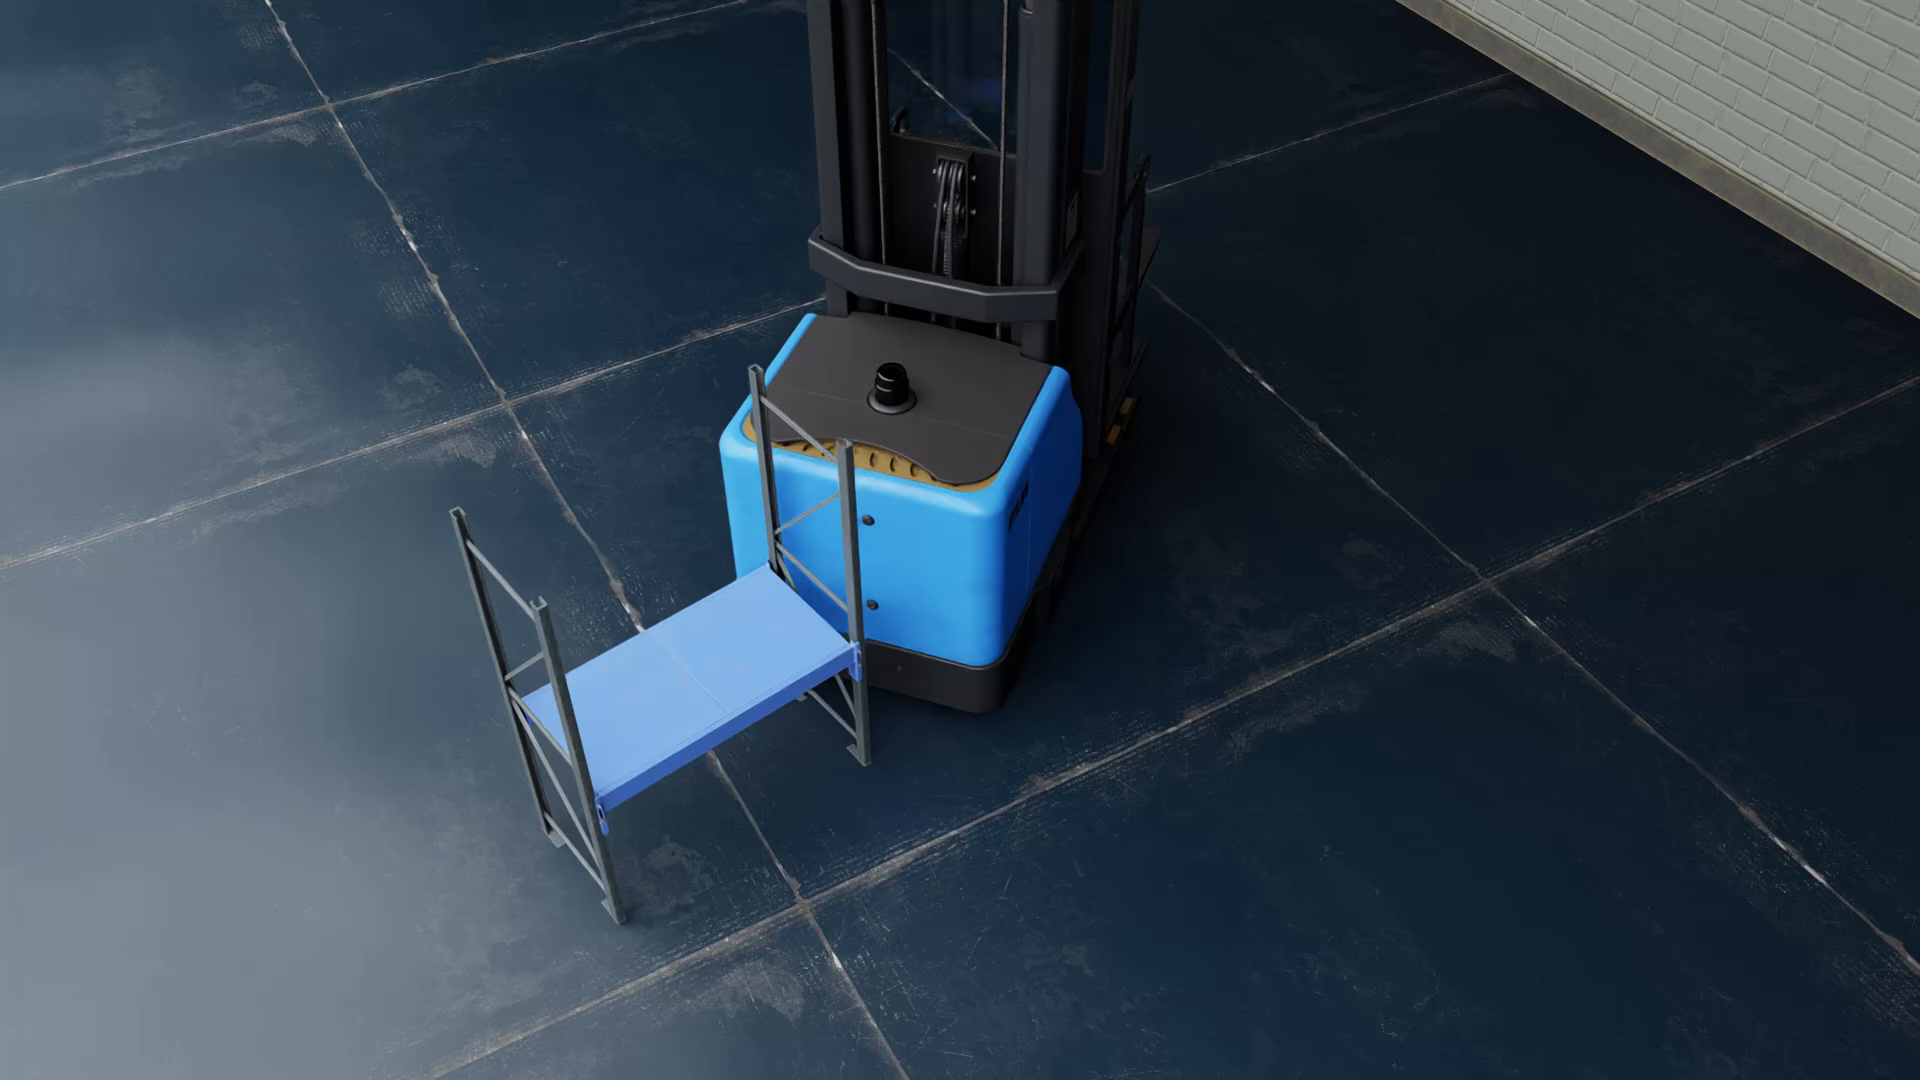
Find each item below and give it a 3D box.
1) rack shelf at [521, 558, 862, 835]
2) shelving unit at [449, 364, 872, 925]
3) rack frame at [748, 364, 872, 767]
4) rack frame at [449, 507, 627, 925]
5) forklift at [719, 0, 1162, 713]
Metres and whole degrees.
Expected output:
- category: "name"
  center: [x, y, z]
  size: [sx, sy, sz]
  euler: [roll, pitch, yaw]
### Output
- category: "rack shelf"
  center: [-0.876, 0.486, 5.430]
  size: [1.000, 0.185, 0.538]
  euler: [-30, 52, -27]
- category: "shelving unit"
  center: [-0.876, 0.357, 5.305]
  size: [1.048, 1.500, 0.538]
  euler: [-30, 52, -27]
- category: "rack frame"
  center: [-0.485, 0.131, 5.538]
  size: [0.032, 1.500, 0.500]
  euler: [-30, 52, -27]
- category: "rack frame"
  center: [-1.267, 0.584, 5.072]
  size: [0.032, 1.500, 0.500]
  euler: [-30, 52, -27]
- category: "forklift"
  center: [0.141, -1.470, 6.160]
  size: [1.130, 2.935, 3.031]
  euler: [14, 46, 14]
